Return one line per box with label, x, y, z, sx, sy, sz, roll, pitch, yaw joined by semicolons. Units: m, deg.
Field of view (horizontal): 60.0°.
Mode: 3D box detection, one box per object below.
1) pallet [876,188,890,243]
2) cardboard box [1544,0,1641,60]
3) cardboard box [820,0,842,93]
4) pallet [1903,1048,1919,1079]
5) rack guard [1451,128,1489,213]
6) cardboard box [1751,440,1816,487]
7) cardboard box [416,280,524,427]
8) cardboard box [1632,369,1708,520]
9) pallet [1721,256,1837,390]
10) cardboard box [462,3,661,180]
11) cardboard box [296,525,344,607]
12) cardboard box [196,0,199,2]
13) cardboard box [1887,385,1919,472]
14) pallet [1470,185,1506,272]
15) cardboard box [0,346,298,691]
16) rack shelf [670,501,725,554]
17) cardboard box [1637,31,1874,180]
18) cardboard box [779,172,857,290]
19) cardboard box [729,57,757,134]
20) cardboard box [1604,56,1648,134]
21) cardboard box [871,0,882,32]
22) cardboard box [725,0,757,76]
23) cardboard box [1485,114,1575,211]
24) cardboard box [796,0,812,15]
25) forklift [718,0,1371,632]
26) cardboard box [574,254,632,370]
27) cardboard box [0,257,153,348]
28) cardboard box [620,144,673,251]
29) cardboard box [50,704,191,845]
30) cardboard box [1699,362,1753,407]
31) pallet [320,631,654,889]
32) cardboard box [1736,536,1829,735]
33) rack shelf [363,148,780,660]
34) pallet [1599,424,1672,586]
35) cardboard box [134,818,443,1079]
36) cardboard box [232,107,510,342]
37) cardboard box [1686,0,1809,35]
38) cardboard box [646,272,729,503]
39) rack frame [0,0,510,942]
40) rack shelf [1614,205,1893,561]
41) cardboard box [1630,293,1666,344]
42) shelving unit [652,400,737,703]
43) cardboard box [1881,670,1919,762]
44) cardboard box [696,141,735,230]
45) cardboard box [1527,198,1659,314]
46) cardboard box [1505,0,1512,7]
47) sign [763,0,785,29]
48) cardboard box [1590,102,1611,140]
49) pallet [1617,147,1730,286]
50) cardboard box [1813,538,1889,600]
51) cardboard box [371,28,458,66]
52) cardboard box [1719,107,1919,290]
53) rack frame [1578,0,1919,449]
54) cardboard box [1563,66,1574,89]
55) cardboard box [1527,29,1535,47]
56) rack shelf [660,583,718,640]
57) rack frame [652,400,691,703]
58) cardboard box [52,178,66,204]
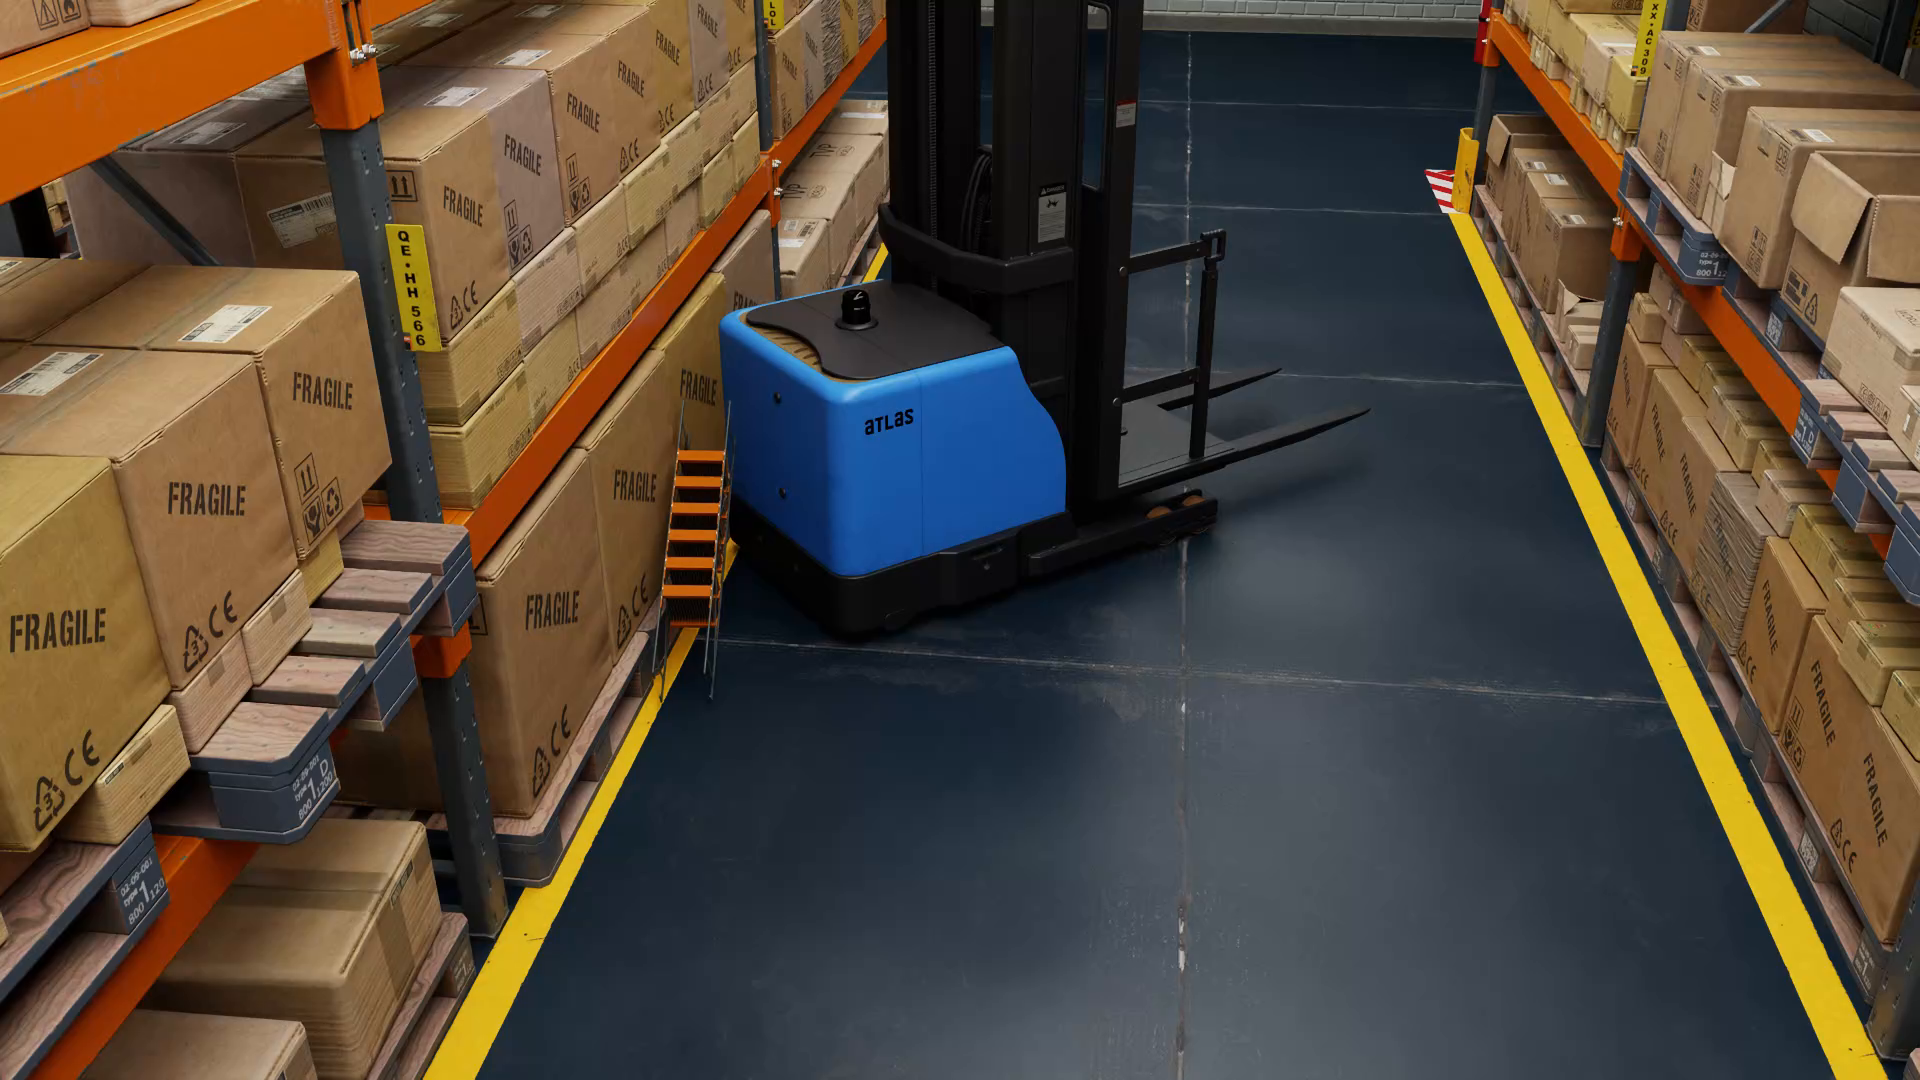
pallet;-0.928;-2.327;11.347;1.003;0.211;1.213;3;28;6
cardboard box;3.534;-2.798;9.126;0.500;0.250;0.500;3;28;5
cardboard box;-0.948;-2.773;9.129;0.500;0.500;0.500;4;29;7
pallet;2.899;1.729;3.817;1.003;0.211;1.213;3;28;6
rack guard;4.010;-2.513;11.387;1.175;0.500;0.348;3;28;6
cardboard box;3.119;-0.236;6.034;0.380;0.149;0.250;3;29;6
cardboard box;-1.581;-0.548;4.736;0.500;0.250;0.500;3;28;6
cardboard box;3.191;-0.385;6.995;0.500;0.500;0.500;3;28;6
pallet;3.272;-0.715;5.616;1.003;0.211;1.213;3;28;6
cardboard box;-1.390;-1.586;5.872;0.500;0.500;0.500;4;29;7
cardboard box;-1.656;0.054;3.809;0.380;0.149;0.250;4;29;7
cardboard box;-1.718;-1.220;3.454;0.380;0.149;0.250;3;28;6
cardboard box;2.738;-0.289;4.446;0.380;0.149;0.250;4;29;7
pallet;3.913;-2.010;10.759;1.003;0.211;1.213;3;28;6
cardboard box;-1.720;-0.056;3.329;0.500;0.500;0.500;3;28;5
rack shelf;-0.998;-0.039;6.352;0.180;0.258;0.103;1;58;-1
cardboard box;3.247;-1.781;6.844;0.700;0.500;0.500;4;29;7
cardboard box;-1.105;-1.821;9.726;0.875;0.438;0.875;3;28;5
cardboard box;-1.211;-1.985;7.404;0.500;0.250;0.500;3;28;6
cardboard box;3.349;-2.085;7.802;0.500;0.250;0.500;4;29;7
cardboard box;-0.781;-3.502;10.483;0.500;0.500;0.500;3;28;5
cardboard box;-1.204;-2.312;7.220;0.500;0.500;0.500;4;29;8
cardboard box;3.850;-2.453;10.829;0.797;0.503;0.637;2;28;4
cardboard box;-1.031;-2.985;8.468;0.500;0.500;0.500;3;28;6
forklift;0.523;-1.457;6.863;3.031;2.935;1.130;-18;33;-29
cardboard box;-1.463;-0.809;5.748;0.500;0.250;0.500;4;29;8
cardboard box;-2.173;-0.332;3.841;0.500;0.500;0.500;3;28;5
cardboard box;-1.368;-1.264;6.064;0.500;0.250;0.500;4;29;7
cardboard box;-1.701;0.424;3.123;0.380;0.149;0.250;4;29;7
cardboard box;3.223;-0.597;6.704;0.380;0.149;0.250;3;28;5
pallet;-1.717;0.691;5.745;1.003;0.211;1.213;3;28;6
cardboard box;3.010;0.339;5.651;0.500;0.500;0.500;5;29;8
rack shelf;-1.643;-0.795;6.321;1.077;0.370;4.000;3;28;6
pallet;3.467;-0.154;7.313;1.003;0.211;1.213;3;28;6
cardboard box;-1.967;1.067;4.434;0.950;0.372;0.625;1;28;3
cardboard box;-1.585;-0.872;4.547;0.500;0.500;0.500;2;28;5
cardboard box;3.975;-2.847;8.426;0.500;0.500;0.500;3;28;5
cardboard box;-1.498;-0.580;6.962;0.875;0.875;0.875;4;29;8
rack frame;-1.888;-0.170;4.403;1.000;3.000;0.127;3;28;6
rack shelf;3.284;-0.508;5.789;1.077;0.370;4.000;3;28;6
cardboard box;3.221;-0.983;7.421;0.380;0.149;0.250;5;29;9
shelving unit;-0.998;0.025;6.312;0.189;0.258;1.200;1;58;-1
cardboard box;2.848;0.499;4.669;0.380;0.149;0.250;2;28;4
cardboard box;-1.266;-1.522;7.070;0.500;0.250;0.500;3;28;5
cardboard box;3.579;-1.562;9.180;0.700;0.500;0.500;2;28;4
cardboard box;3.696;-3.516;10.459;0.500;0.250;0.500;4;29;6
sign;-0.858;-2.501;7.592;0.100;0.325;0.005;3;28;6
cardboard box;3.335;-2.068;8.191;0.380;0.149;0.250;4;29;8
pallet;3.323;-1.312;6.725;1.003;0.211;1.213;3;28;6
cardboard box;3.004;0.126;5.362;0.380;0.149;0.250;4;29;8
cardboard box;-1.962;-1.388;5.505;0.500;0.500;0.500;3;28;6
cardboard box;3.088;-1.167;5.706;0.700;0.500;0.500;3;28;6
rack frame;3.529;-1.766;7.366;1.000;3.000;0.127;3;28;6
cardboard box;3.524;-2.546;9.078;0.380;0.149;0.250;3;28;6
cardboard box;3.632;-3.036;9.988;0.380;0.149;0.250;4;29;8
rack shelf;-0.999;0.267;6.161;0.180;0.258;0.103;1;58;-1
rack frame;-1.090;0.024;6.310;0.006;0.240;1.200;1;58;-1
cardboard box;-5.783;-2.232;10.479;0.380;0.149;0.250;4;29;7
